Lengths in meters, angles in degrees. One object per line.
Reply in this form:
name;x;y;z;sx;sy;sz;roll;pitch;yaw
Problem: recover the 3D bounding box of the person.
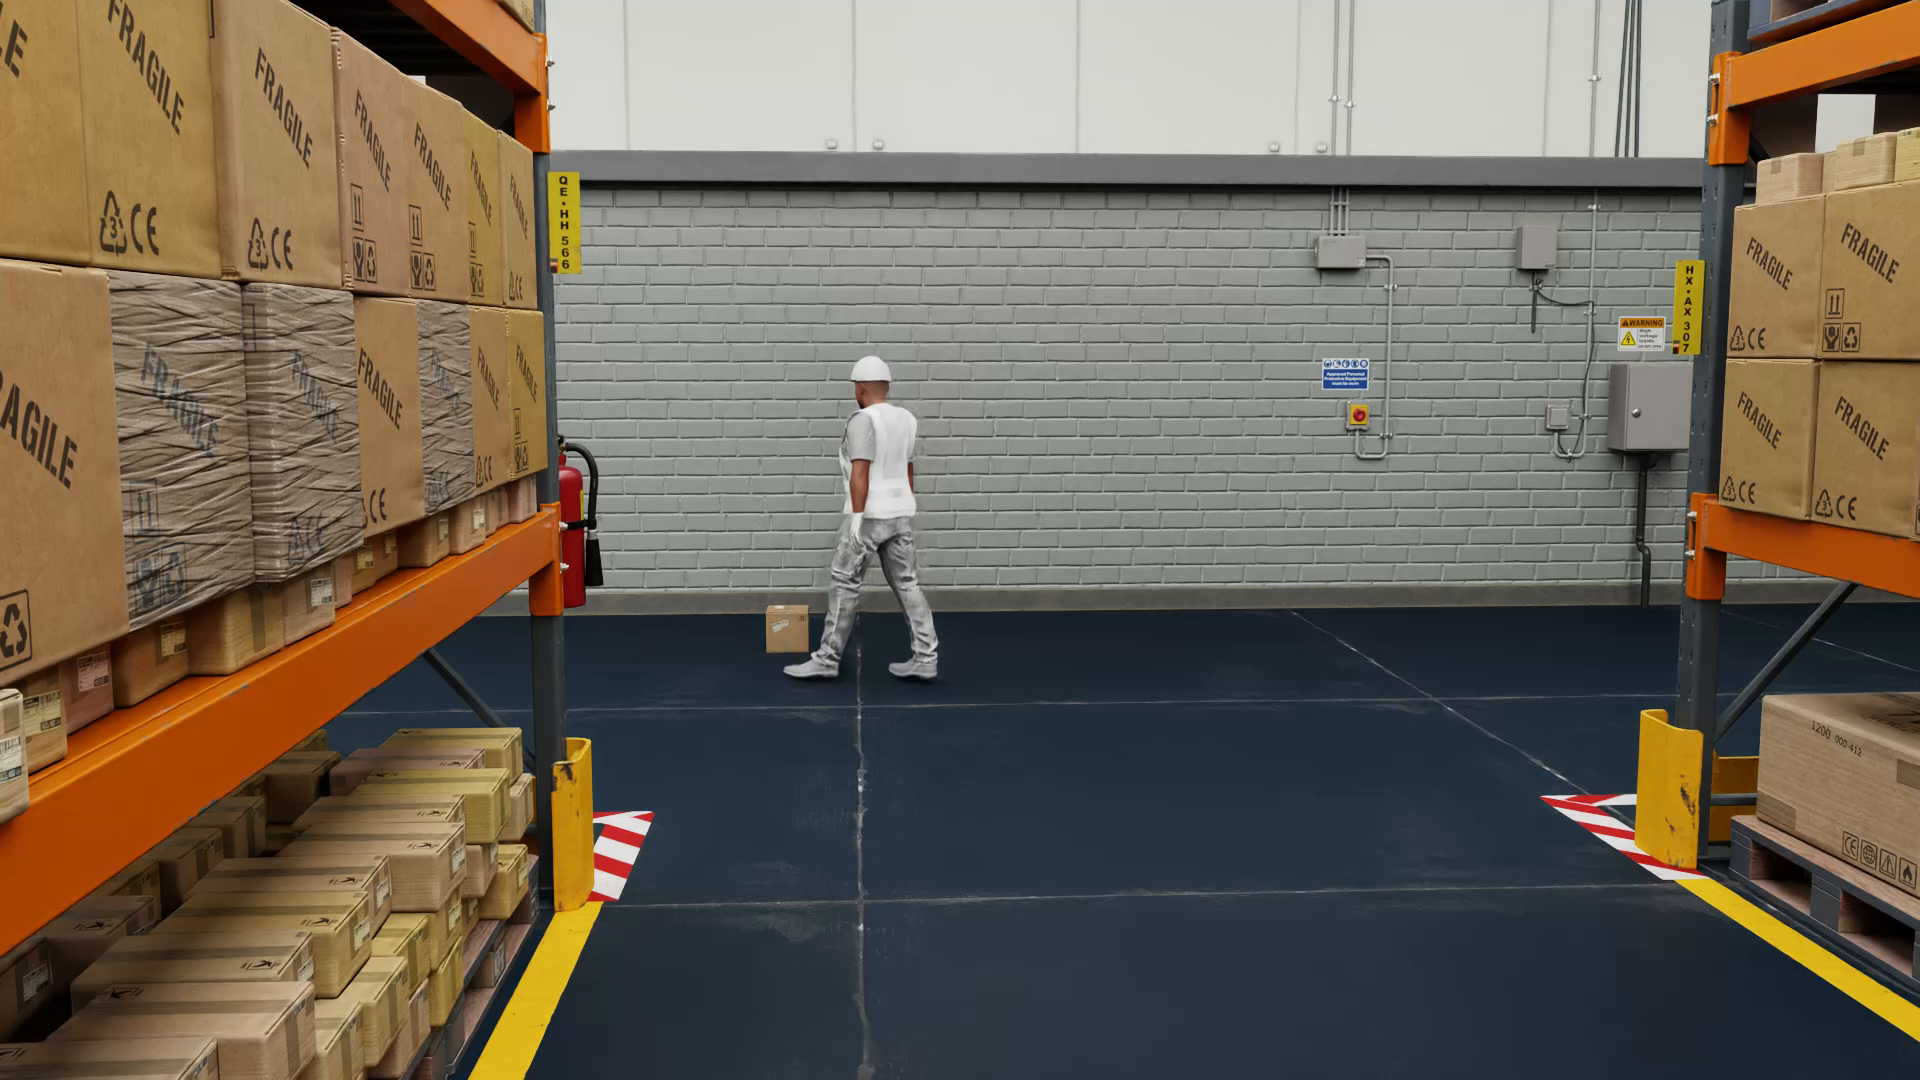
person;-0.493;-0.126;9.114;0.767;1.753;0.643;5;8;34
